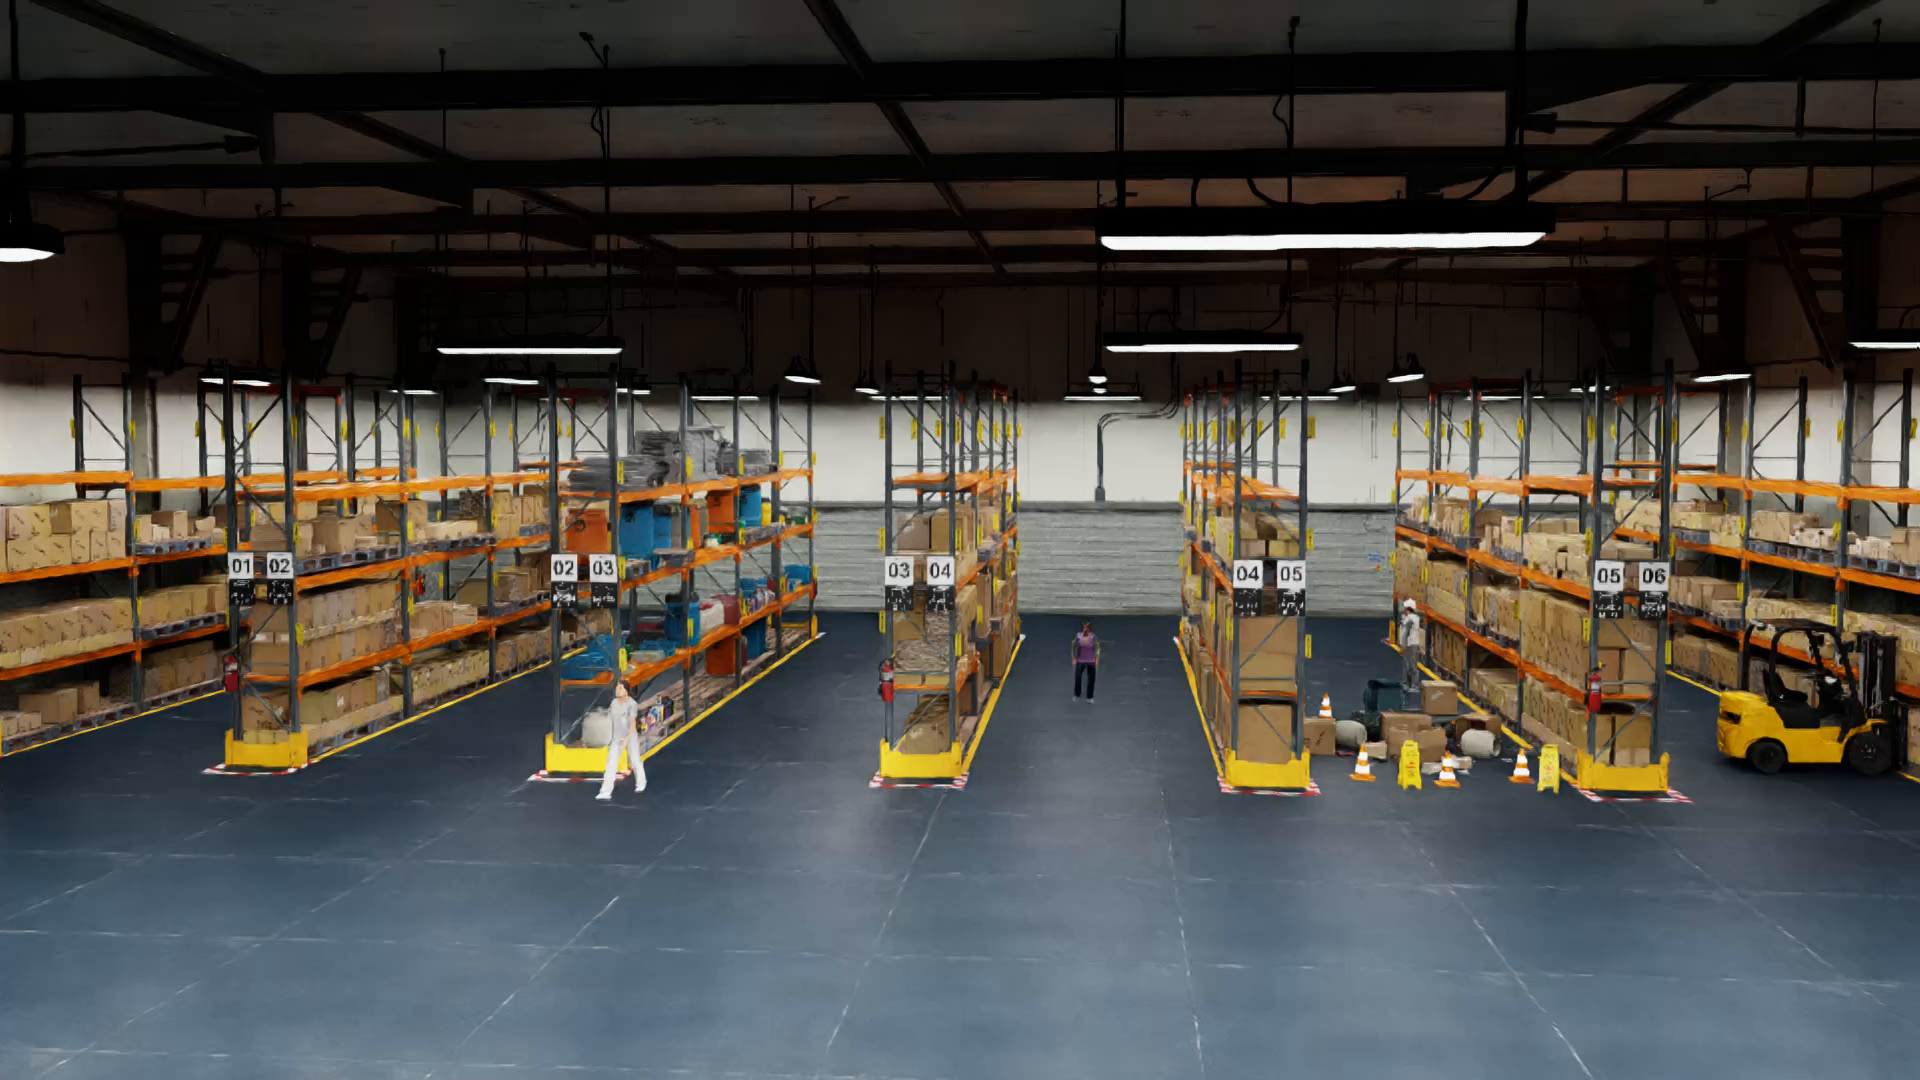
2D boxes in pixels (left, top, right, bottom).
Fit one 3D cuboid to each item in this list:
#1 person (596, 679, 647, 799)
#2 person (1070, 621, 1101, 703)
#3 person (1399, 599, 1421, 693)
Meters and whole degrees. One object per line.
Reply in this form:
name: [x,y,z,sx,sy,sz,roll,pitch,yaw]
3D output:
person: [-4.581,2.691,22.657,0.446,1.601,1.006,1,4,15]
person: [2.297,2.233,30.505,0.566,1.541,0.519,0,4,3]
person: [8.571,2.012,31.820,0.581,1.768,0.640,2,4,28]
